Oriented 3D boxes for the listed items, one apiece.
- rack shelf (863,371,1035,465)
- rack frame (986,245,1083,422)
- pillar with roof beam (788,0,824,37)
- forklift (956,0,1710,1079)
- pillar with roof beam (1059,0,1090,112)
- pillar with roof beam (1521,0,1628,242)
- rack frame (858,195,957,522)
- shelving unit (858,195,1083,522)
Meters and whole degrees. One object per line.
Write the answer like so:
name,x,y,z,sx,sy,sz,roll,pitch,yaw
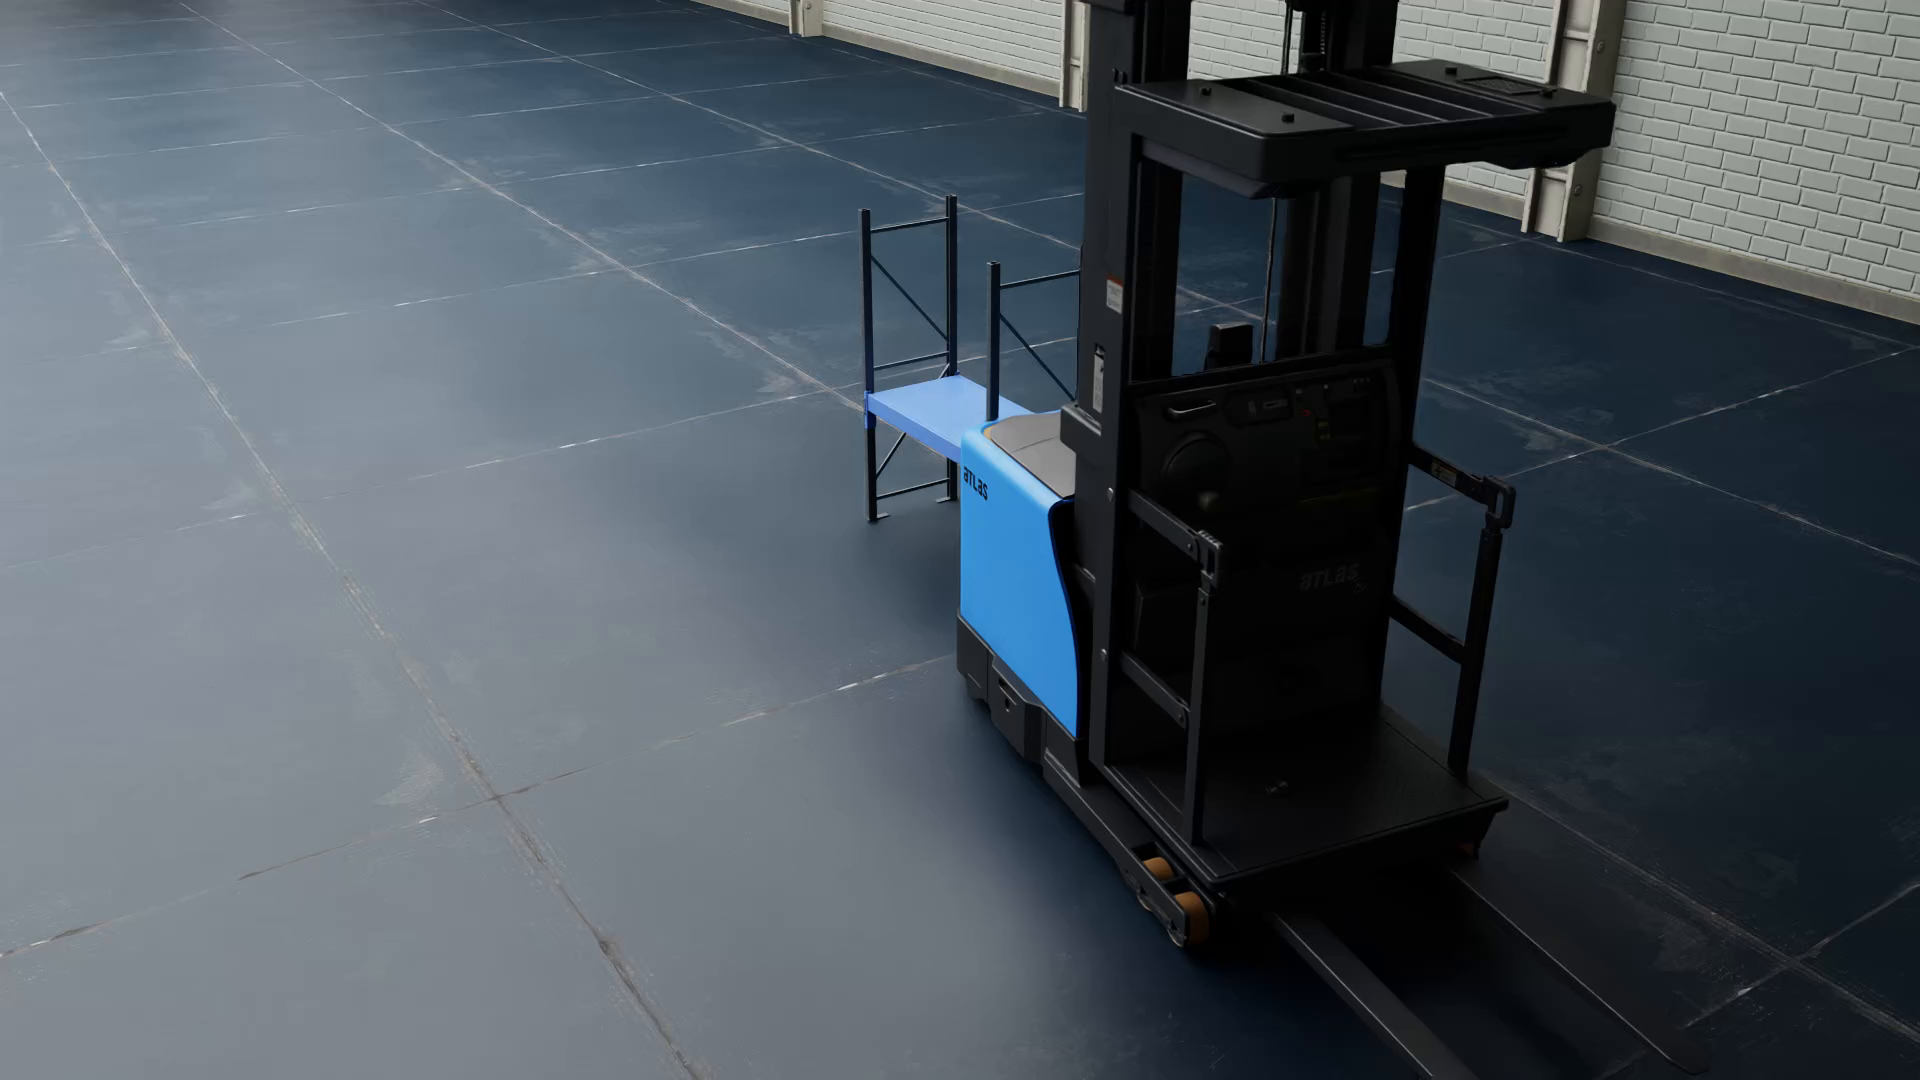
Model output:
rack shelf,0.047,-0.485,7.442,0.538,0.185,1.000,-16,29,-30
rack frame,0.324,-0.466,6.980,0.500,1.500,0.032,-16,29,-30
pillar with roof beam,-5.614,-9.699,17.754,9.100,9.000,0.400,-16,29,-30
forklift,1.040,-0.286,4.923,1.130,2.935,3.031,-11,27,-21
pillar with roof beam,-2.338,-7.553,13.208,9.100,9.000,0.400,-16,29,-30
pillar with roof beam,0.937,-5.407,8.662,9.100,9.000,0.400,-16,29,-30
rack frame,-0.231,-0.830,7.750,0.500,1.500,0.032,-16,29,-30
shelving unit,0.047,-0.648,7.365,0.538,1.500,1.048,-16,29,-30
